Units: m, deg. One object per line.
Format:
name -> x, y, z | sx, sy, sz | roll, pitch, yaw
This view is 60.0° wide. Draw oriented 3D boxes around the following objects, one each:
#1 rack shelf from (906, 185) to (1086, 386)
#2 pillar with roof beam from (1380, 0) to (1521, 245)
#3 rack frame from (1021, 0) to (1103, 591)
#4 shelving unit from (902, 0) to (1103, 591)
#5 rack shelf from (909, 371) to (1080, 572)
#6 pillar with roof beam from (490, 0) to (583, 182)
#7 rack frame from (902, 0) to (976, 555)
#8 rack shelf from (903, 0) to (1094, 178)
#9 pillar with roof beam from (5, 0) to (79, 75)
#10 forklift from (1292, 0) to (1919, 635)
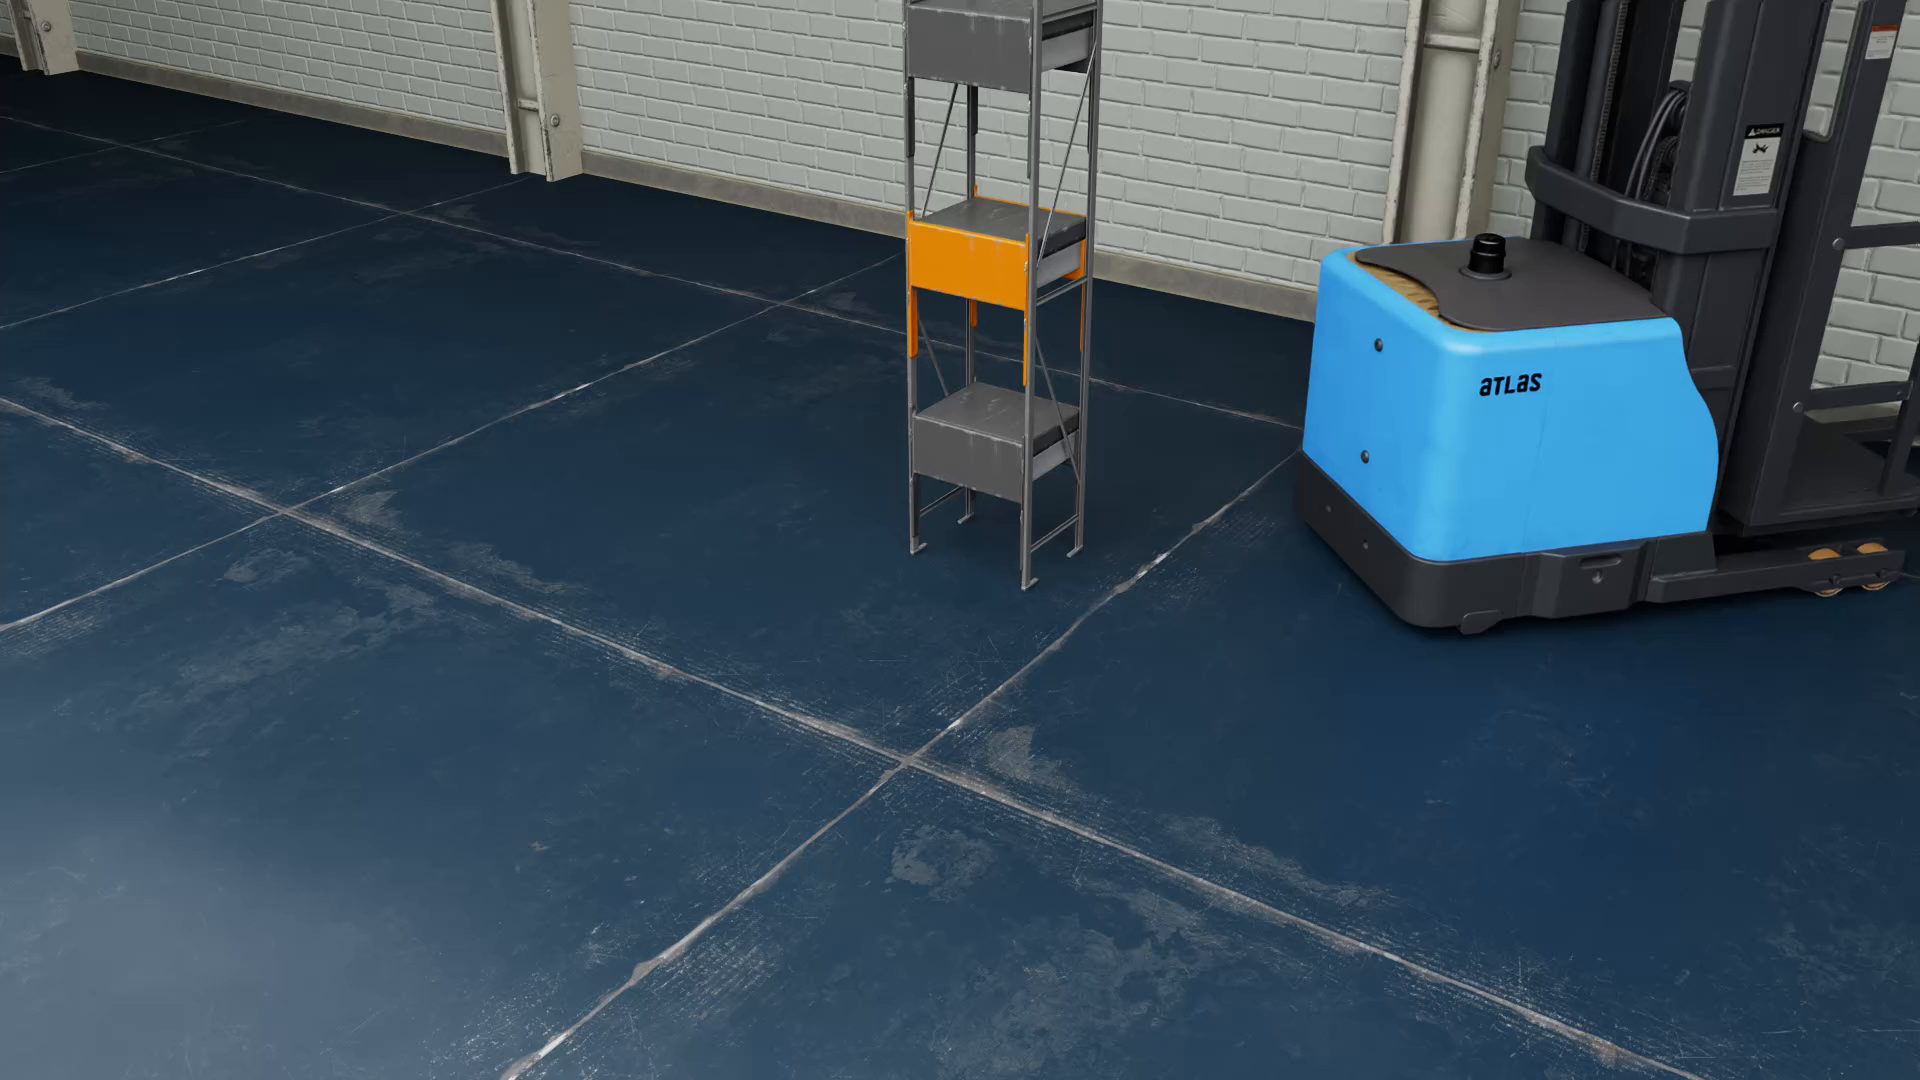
rack shelf -> 0.136, -0.881, 5.696 | 0.480, 0.518, 0.431 | 17, 32, 30
pillar with roof beam -> -0.226, -3.304, 2.820 | 0.400, 9.000, 9.100 | 17, 32, 30
rack frame -> 0.338, -0.831, 5.567 | 0.015, 2.100, 0.400 | 17, 32, 30
shelving unit -> 0.136, -0.893, 5.690 | 0.503, 2.100, 0.431 | 17, 32, 30
rack shelf -> 0.136, -0.257, 6.014 | 0.480, 0.518, 0.431 | 17, 32, 30
pillar with roof beam -> -5.172, -4.844, 5.847 | 0.400, 9.000, 9.100 | 17, 32, 30
rack frame -> -0.065, -0.956, 5.813 | 0.015, 2.100, 0.400 | 17, 32, 30
rack shelf -> 0.136, -1.505, 5.379 | 0.480, 0.518, 0.431 | 17, 32, 30
pillar with roof beam -> -10.118, -6.385, 8.875 | 0.400, 9.000, 9.100 | 17, 32, 30
forklift -> 2.842, -1.333, 5.638 | 3.031, 2.935, 1.130 | -6, 28, -12
